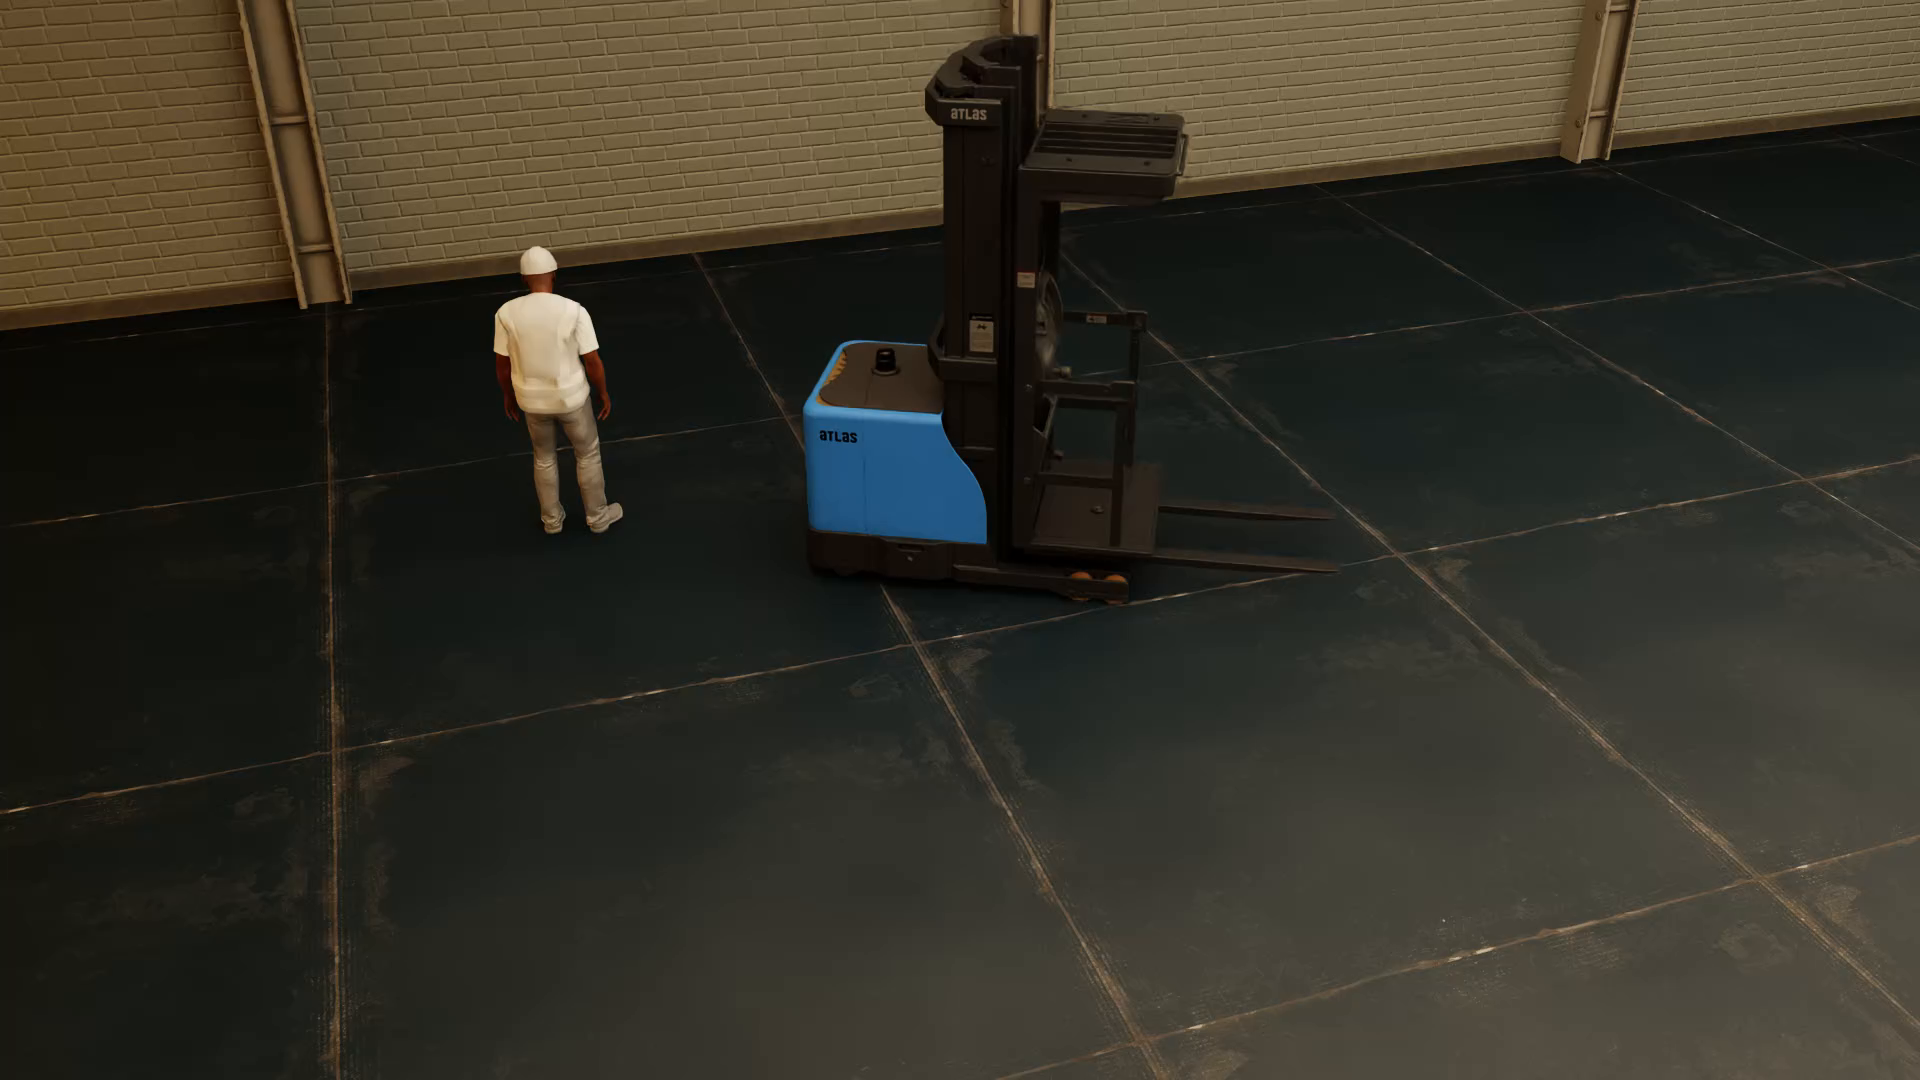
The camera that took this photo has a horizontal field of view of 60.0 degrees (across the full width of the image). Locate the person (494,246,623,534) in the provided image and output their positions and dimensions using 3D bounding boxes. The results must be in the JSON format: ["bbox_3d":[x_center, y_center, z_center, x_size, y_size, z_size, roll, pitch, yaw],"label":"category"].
[{"bbox_3d":[-2.371,-0.856,9.754,0.626,1.759,0.464,0,30,1],"label":"person"}]

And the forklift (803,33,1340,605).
[{"bbox_3d":[0.680,-1.192,9.158,3.031,2.935,1.130,5,30,8],"label":"forklift"}]
